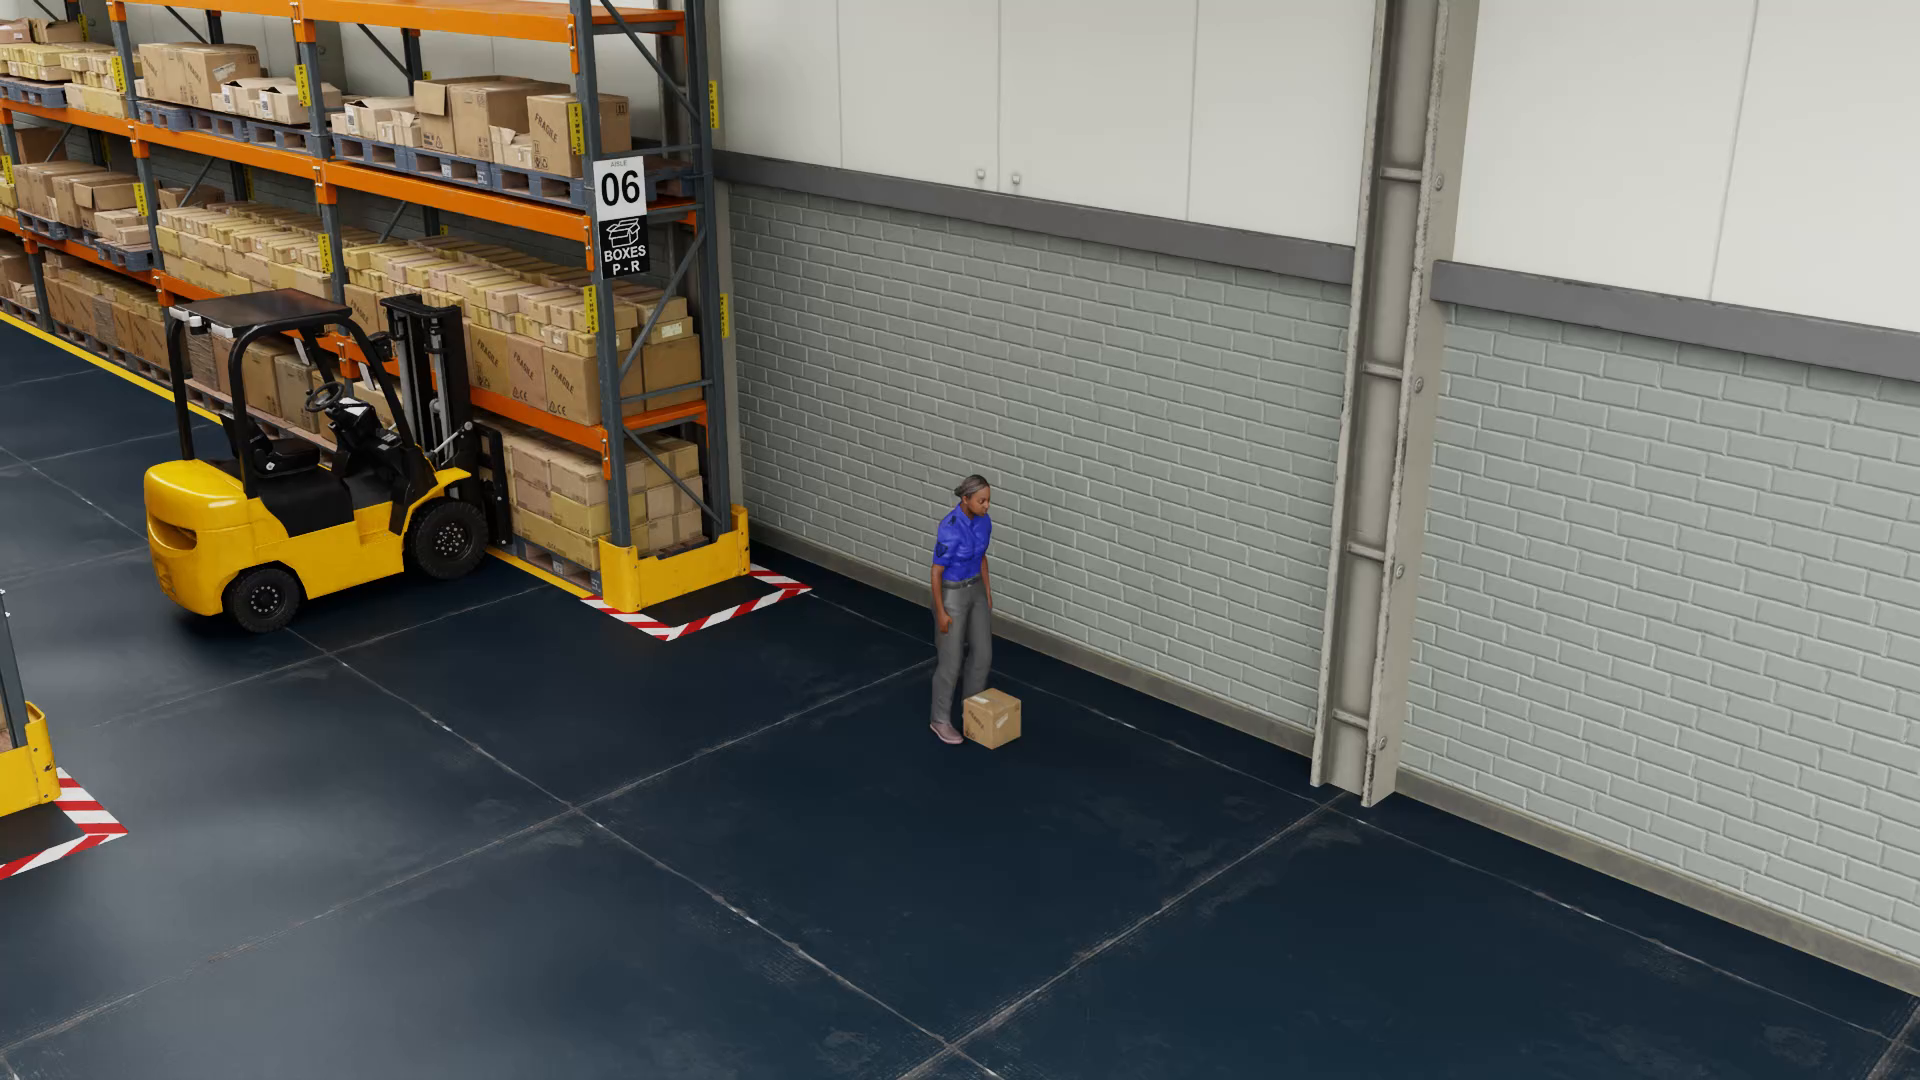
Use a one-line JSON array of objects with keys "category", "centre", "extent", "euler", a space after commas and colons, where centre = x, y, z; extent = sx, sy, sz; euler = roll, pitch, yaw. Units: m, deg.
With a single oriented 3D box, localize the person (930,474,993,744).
[{"category": "person", "centre": [0.039, 0.388, 10.063], "extent": [0.402, 1.653, 0.517], "euler": [17, 27, 38]}]
